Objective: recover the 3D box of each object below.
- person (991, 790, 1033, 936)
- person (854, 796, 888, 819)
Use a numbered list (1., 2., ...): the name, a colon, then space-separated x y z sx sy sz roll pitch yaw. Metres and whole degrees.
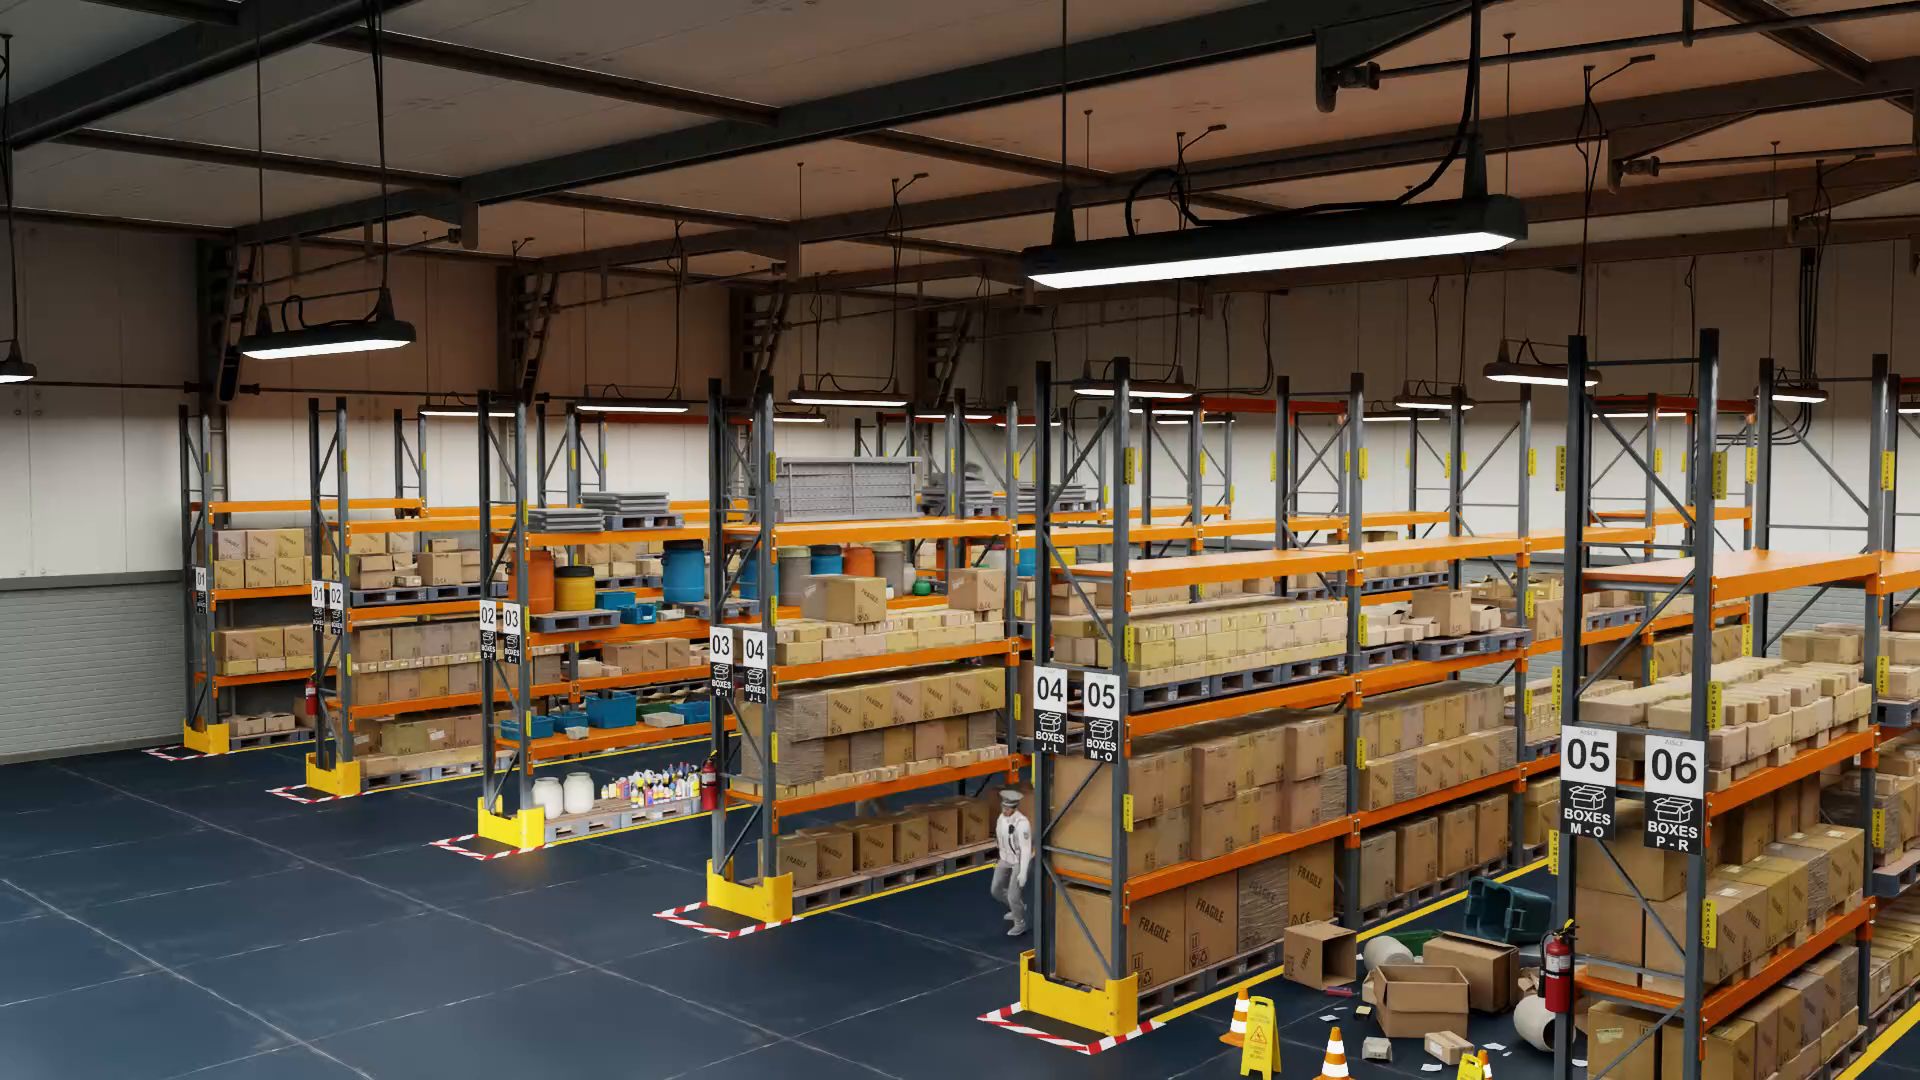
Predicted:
1. person: 0.596 3.425 17.712 0.608 1.589 0.704 -2 4 -38
2. person: -1.264 3.148 22.260 0.782 1.721 0.723 -1 3 -13
